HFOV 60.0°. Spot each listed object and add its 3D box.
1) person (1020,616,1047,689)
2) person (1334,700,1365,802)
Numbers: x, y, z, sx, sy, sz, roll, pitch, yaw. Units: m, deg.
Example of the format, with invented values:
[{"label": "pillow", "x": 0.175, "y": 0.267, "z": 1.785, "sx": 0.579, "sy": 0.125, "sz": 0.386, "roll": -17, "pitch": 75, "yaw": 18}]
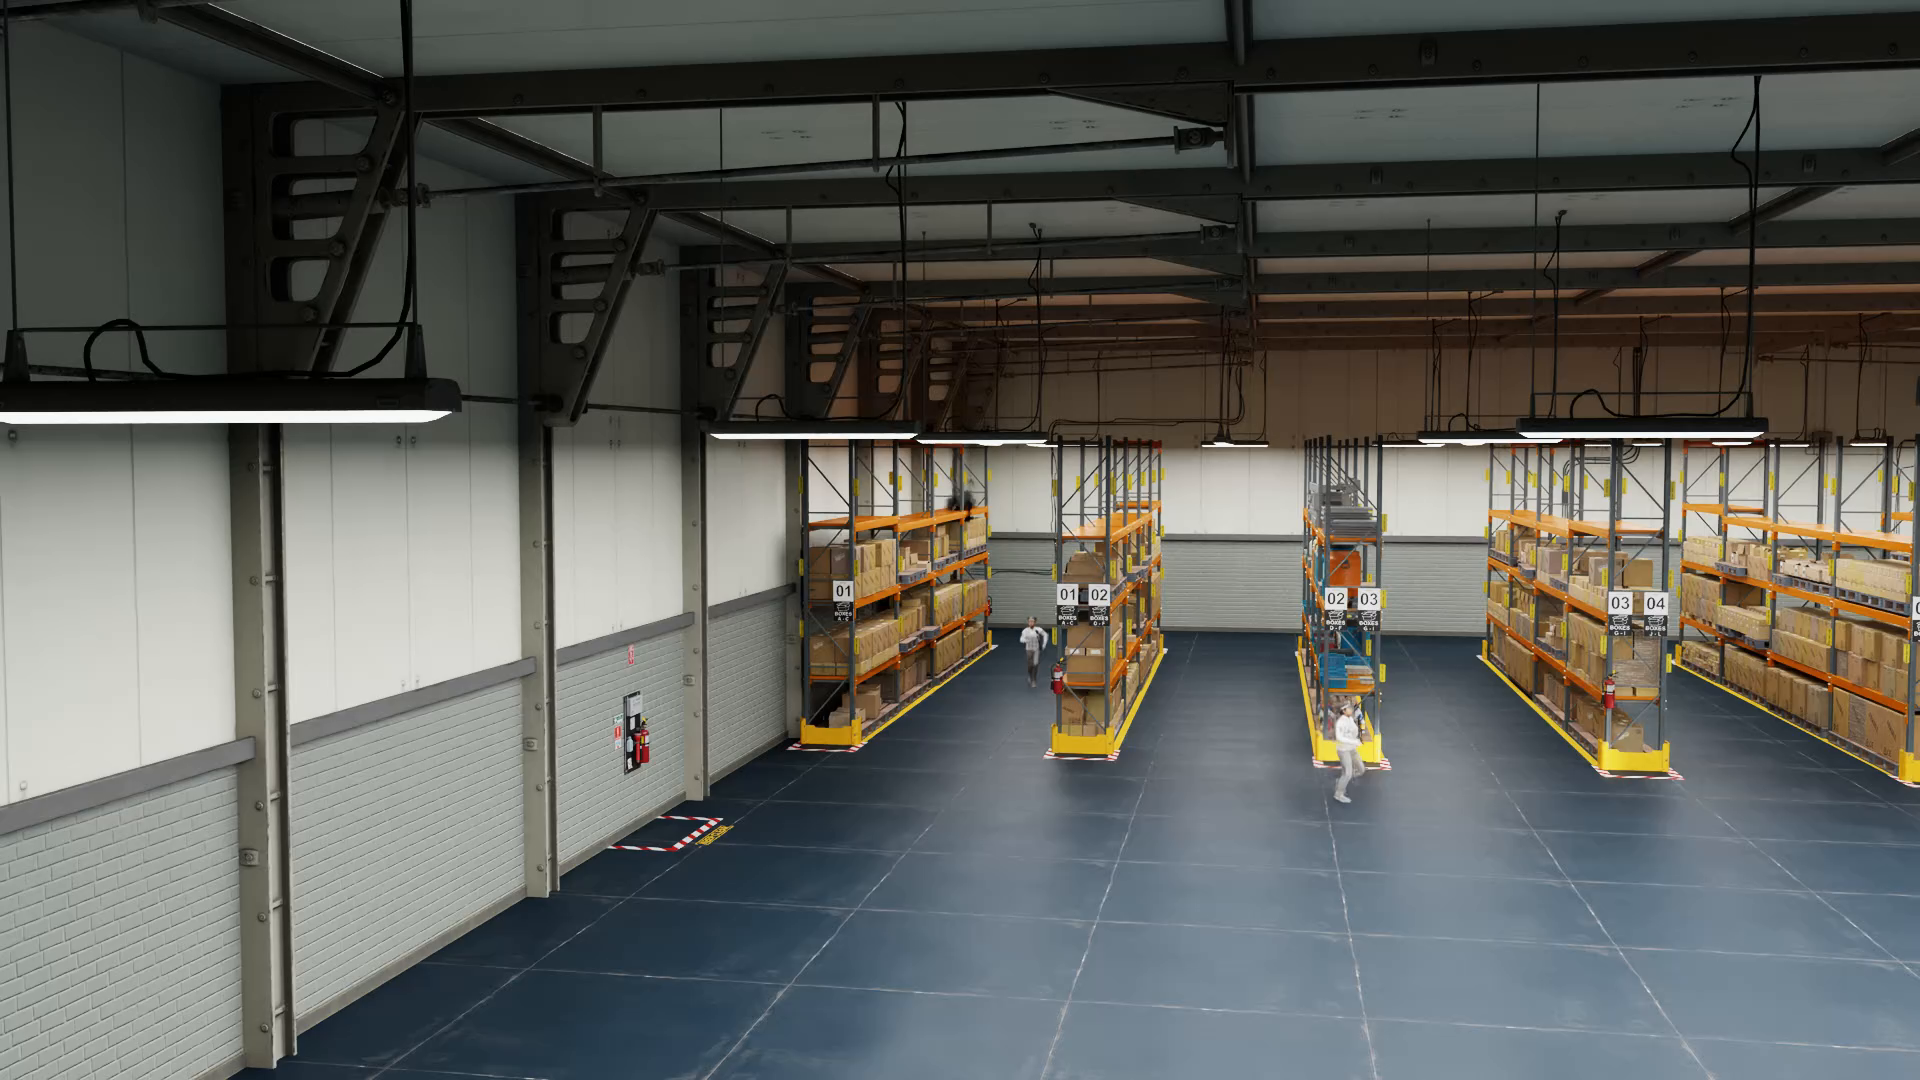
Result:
[{"label": "person", "x": 1.779, "y": 2.700, "z": 40.272, "sx": 0.617, "sy": 1.735, "sz": 0.878, "roll": 1, "pitch": 3, "yaw": 11}, {"label": "person", "x": 6.335, "y": 3.424, "z": 27.038, "sx": 0.526, "sy": 1.667, "sz": 0.667, "roll": 2, "pitch": 4, "yaw": 38}]
